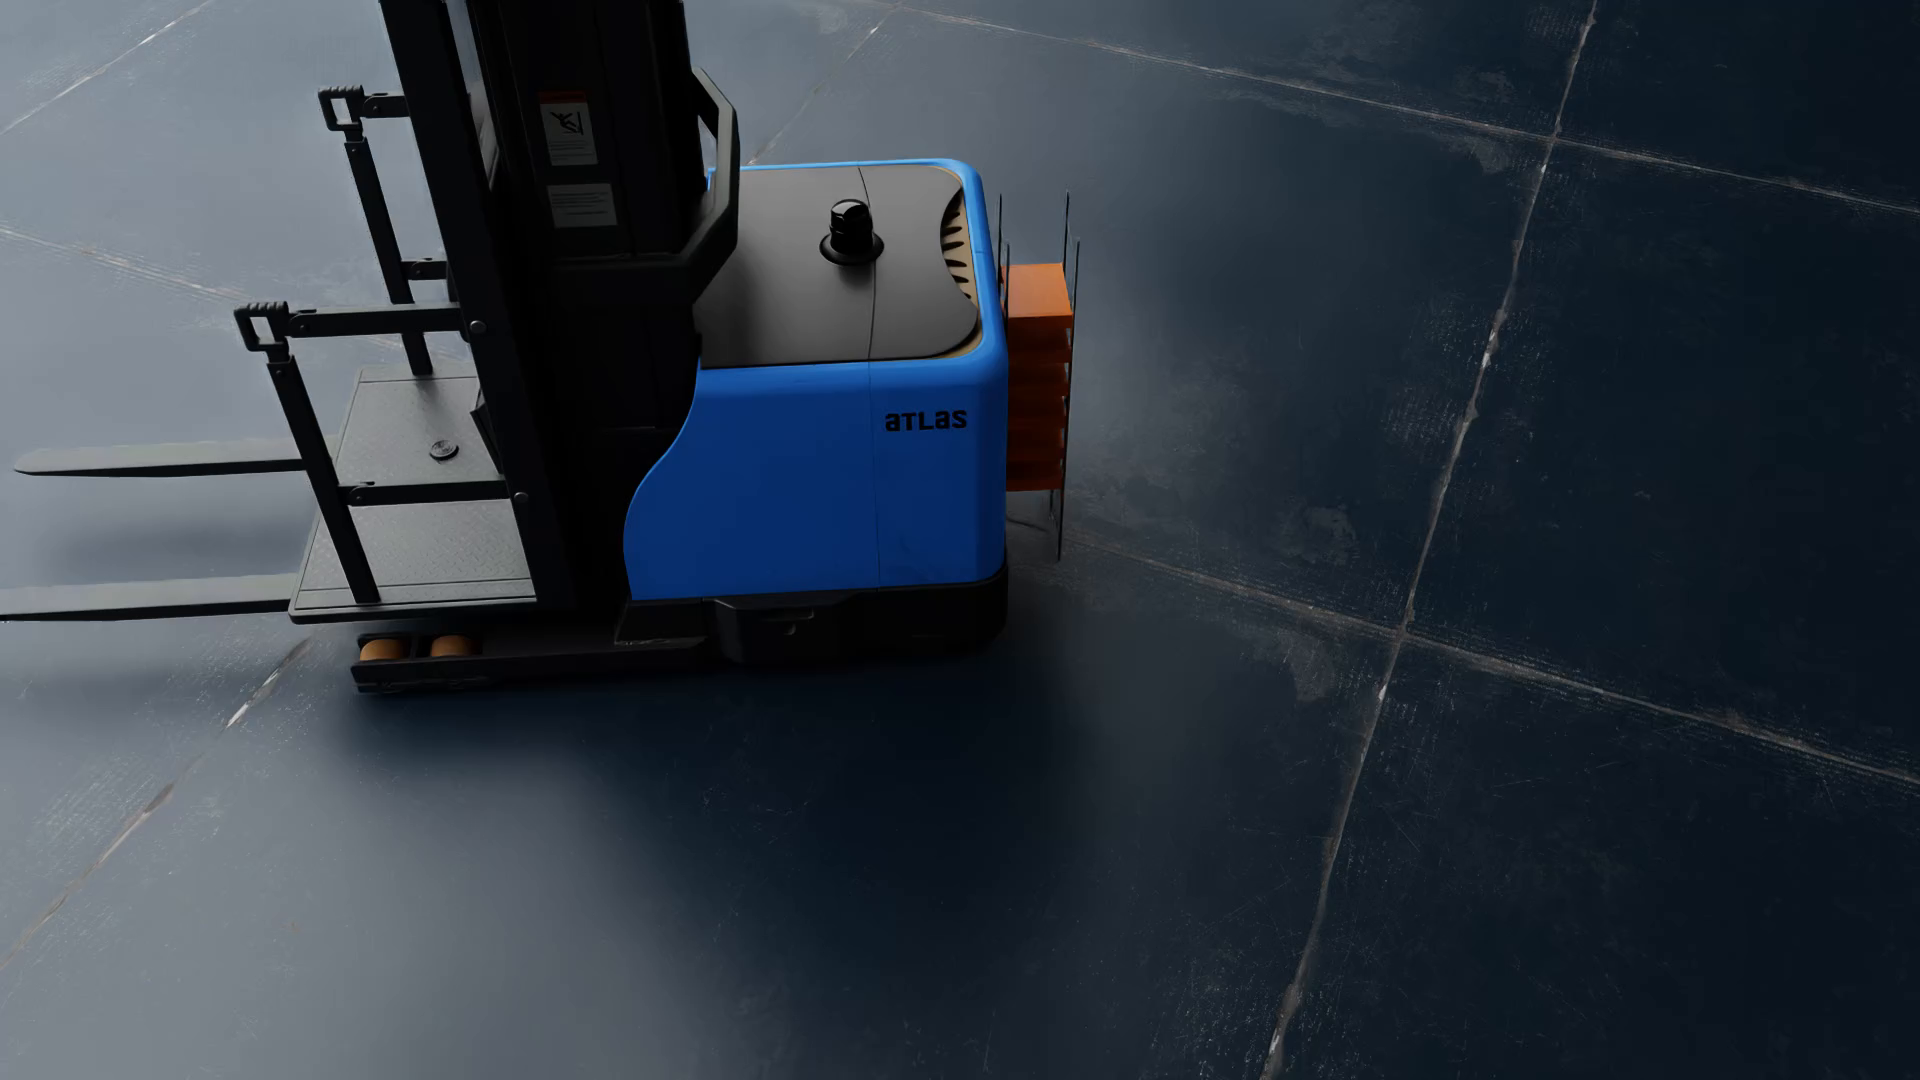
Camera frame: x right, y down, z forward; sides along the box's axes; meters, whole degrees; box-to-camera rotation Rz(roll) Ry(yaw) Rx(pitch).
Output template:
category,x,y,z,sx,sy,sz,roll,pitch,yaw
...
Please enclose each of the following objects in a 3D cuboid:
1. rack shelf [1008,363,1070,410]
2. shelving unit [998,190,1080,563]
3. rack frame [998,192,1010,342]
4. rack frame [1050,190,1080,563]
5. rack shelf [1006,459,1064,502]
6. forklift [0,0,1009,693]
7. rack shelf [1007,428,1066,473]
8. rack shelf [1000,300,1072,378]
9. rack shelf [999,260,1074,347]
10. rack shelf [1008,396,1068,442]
category,x,y,z,sx,sy,sz,roll,pitch,yaw
rack shelf,0.209,-0.488,4.782,0.180,0.103,0.258,-3,45,-3
shelving unit,0.209,-0.434,4.836,0.189,1.200,0.258,-3,45,-3
rack frame,0.118,-0.429,4.831,0.006,1.200,0.240,-3,45,-3
rack frame,0.300,-0.439,4.840,0.006,1.200,0.240,-3,45,-3
rack shelf,0.209,-0.232,5.036,0.180,0.103,0.258,-3,45,-3
forklift,-1.404,-0.985,4.162,3.031,2.935,1.130,-3,45,-3
rack shelf,0.209,-0.318,4.952,0.180,0.103,0.258,-3,45,-3
rack shelf,0.209,-0.573,4.698,0.180,0.103,0.258,-3,45,-3
rack shelf,0.209,-0.658,4.613,0.180,0.103,0.258,-3,45,-3
rack shelf,0.209,-0.403,4.867,0.180,0.103,0.258,-3,45,-3
